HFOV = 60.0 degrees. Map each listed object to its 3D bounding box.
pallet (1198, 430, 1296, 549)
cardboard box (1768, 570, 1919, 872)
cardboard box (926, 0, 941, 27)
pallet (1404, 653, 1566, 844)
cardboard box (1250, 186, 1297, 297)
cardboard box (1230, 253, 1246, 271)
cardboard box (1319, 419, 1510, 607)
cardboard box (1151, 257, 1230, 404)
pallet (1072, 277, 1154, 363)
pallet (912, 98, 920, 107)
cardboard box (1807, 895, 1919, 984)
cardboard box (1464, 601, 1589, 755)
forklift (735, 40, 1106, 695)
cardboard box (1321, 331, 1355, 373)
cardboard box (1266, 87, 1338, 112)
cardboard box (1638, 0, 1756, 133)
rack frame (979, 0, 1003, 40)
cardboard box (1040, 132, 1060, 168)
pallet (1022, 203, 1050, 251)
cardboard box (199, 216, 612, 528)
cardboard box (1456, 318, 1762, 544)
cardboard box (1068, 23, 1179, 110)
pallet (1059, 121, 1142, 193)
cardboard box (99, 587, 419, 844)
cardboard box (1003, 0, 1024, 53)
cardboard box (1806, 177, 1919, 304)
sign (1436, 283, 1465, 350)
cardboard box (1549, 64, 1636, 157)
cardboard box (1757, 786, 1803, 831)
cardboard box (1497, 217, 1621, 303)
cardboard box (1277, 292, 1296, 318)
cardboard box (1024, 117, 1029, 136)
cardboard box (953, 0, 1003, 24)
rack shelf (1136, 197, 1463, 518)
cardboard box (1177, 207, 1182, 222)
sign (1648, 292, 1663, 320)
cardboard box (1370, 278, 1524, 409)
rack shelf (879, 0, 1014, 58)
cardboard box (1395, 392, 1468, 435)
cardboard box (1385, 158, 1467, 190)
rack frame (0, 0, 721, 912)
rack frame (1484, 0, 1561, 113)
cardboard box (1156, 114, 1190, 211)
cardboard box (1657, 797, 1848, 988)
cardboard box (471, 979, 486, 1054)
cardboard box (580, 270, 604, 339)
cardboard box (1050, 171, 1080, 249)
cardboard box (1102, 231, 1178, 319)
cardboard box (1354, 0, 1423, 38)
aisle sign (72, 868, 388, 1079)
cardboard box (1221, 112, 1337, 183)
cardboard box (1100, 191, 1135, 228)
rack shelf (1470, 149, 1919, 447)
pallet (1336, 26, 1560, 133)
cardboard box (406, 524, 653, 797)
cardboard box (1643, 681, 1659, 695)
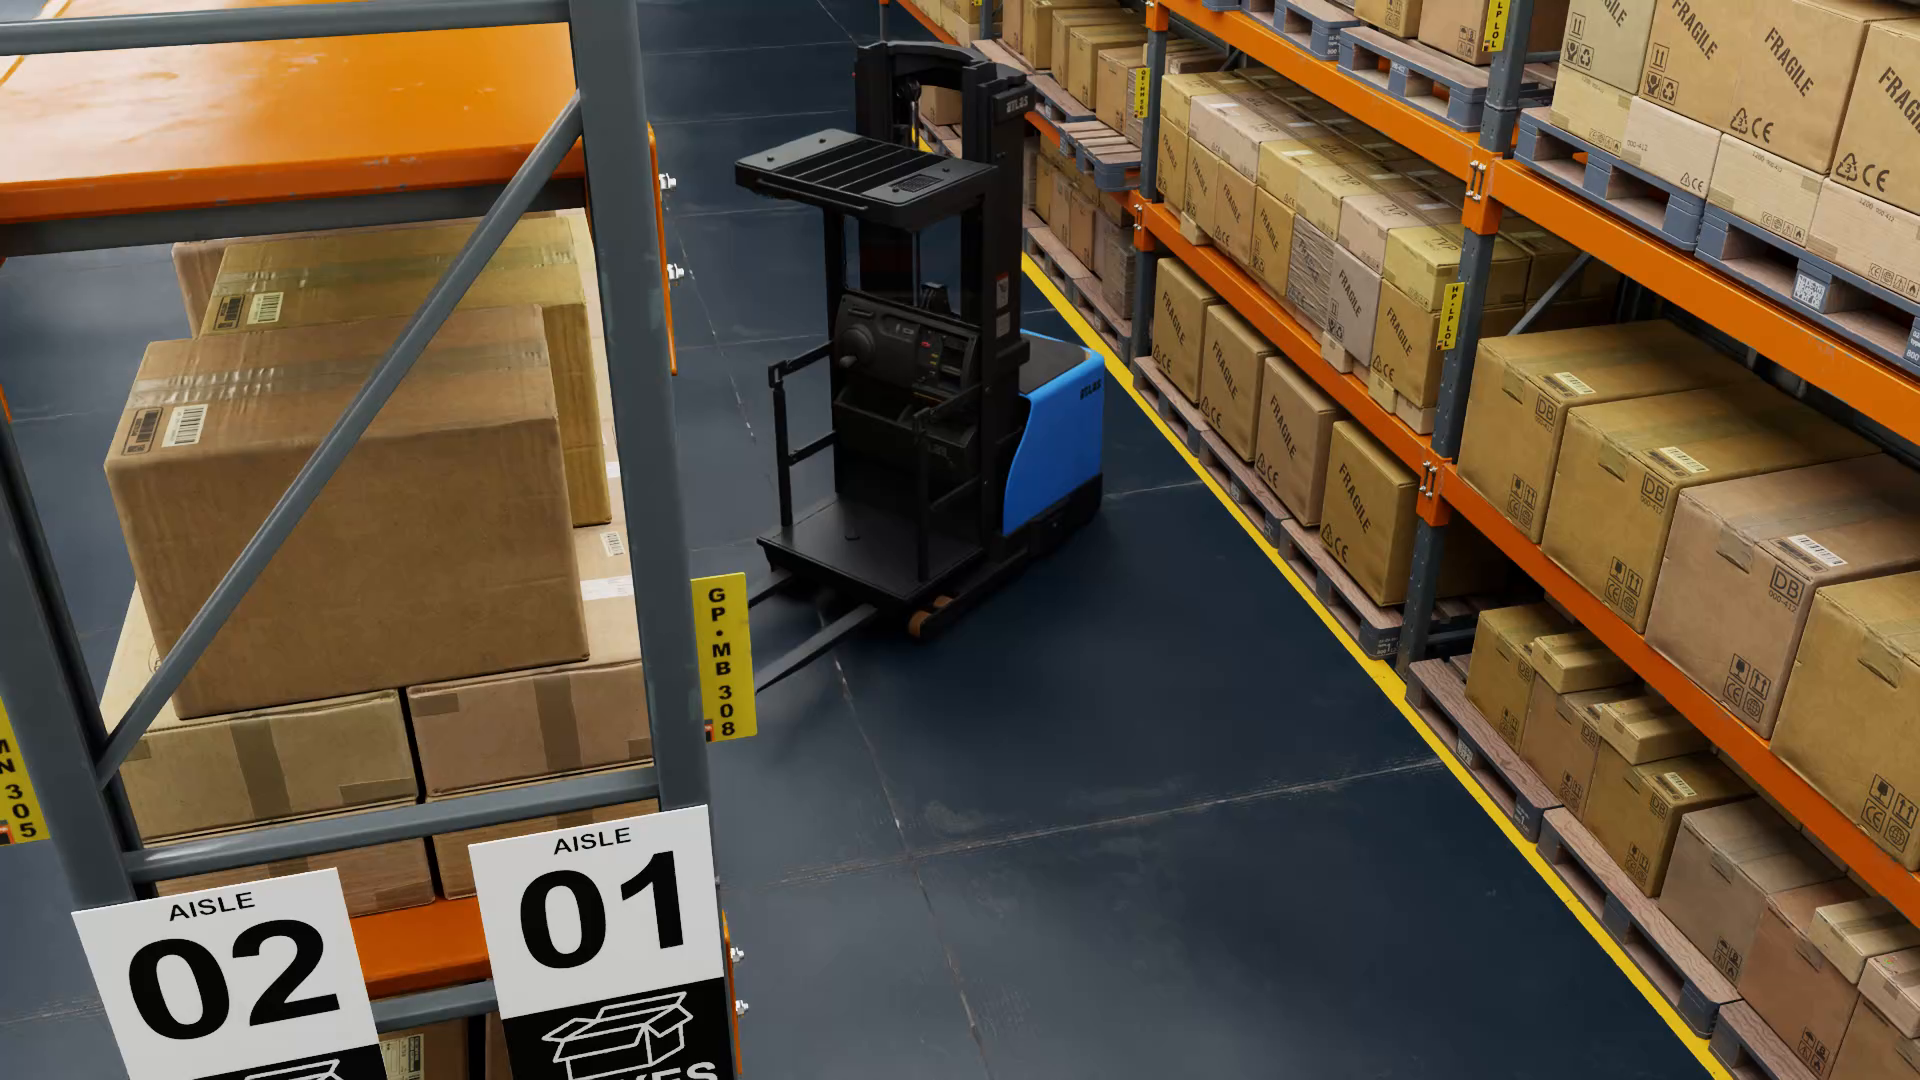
[{"bbox_3d":[2.188,-0.389,10.443,1.003,0.211,1.213,-8,31,-13],"label":"pallet"},{"bbox_3d":[3.505,0.564,5.713,0.980,0.700,0.700,-8,31,-14],"label":"cardboard box"},{"bbox_3d":[-0.021,-5.122,15.965,0.500,0.250,0.500,-8,31,-14],"label":"cardboard box"},{"bbox_3d":[2.919,0.941,8.144,1.003,0.211,1.213,-8,31,-13],"label":"pallet"},{"bbox_3d":[2.019,-1.743,9.581,0.500,0.500,0.500,-7,31,-12],"label":"cardboard box"},{"bbox_3d":[1.905,-1.793,10.316,0.380,0.149,0.250,-7,31,-12],"label":"cardboard box"},{"bbox_3d":[2.495,-0.191,9.044,0.750,0.750,0.750,-7,31,-13],"label":"cardboard box"},{"bbox_3d":[1.800,-1.454,11.225,0.750,0.750,0.750,-8,31,-14],"label":"cardboard box"},{"bbox_3d":[1.525,-1.746,12.787,1.003,0.211,1.213,-8,31,-13],"label":"pallet"},{"bbox_3d":[-0.191,-4.798,18.060,1.003,0.211,1.213,-8,31,-13],"label":"pallet"},{"bbox_3d":[3.294,1.422,5.958,0.380,0.149,0.250,-7,31,-12],"label":"cardboard box"},{"bbox_3d":[2.892,0.632,7.971,0.700,0.500,0.500,-7,31,-13],"label":"cardboard box"},{"bbox_3d":[-0.427,-0.997,8.778,1.130,2.935,3.031,21,36,32],"label":"forklift"},{"bbox_3d":[2.188,-1.038,9.012,0.380,0.149,0.250,-8,31,-13],"label":"cardboard box"},{"bbox_3d":[2.235,-2.645,10.391,0.500,0.250,0.500,-9,31,-15],"label":"cardboard box"},{"bbox_3d":[2.854,-1.797,5.979,0.500,0.500,0.500,-8,31,-14],"label":"cardboard box"},{"bbox_3d":[0.669,-4.507,14.773,1.000,3.000,0.127,-8,31,-13],"label":"rack frame"},{"bbox_3d":[1.001,-3.375,14.124,0.500,0.250,0.500,-8,31,-14],"label":"cardboard box"},{"bbox_3d":[0.877,-2.924,14.823,1.003,0.211,1.213,-8,31,-13],"label":"pallet"},{"bbox_3d":[-1.124,-0.324,3.454,0.700,0.500,0.500,-8,31,-13],"label":"cardboard box"},{"bbox_3d":[2.921,-0.509,7.566,0.980,0.700,0.700,-7,31,-13],"label":"cardboard box"},{"bbox_3d":[1.244,-3.633,12.725,0.700,0.500,0.500,-8,31,-13],"label":"cardboard box"},{"bbox_3d":[1.439,-2.822,12.054,1.213,0.211,1.003,-8,31,-13],"label":"pallet"},{"bbox_3d":[-1.303,0.285,3.150,0.500,0.250,0.500,-8,31,-13],"label":"cardboard box"},{"bbox_3d":[0.771,-4.490,14.206,0.700,0.500,0.500,-8,31,-13],"label":"cardboard box"},{"bbox_3d":[3.122,-0.990,5.333,0.500,0.250,0.500,-9,31,-15],"label":"cardboard box"},{"bbox_3d":[2.272,-1.033,7.695,0.100,0.325,0.005,-8,31,-13],"label":"sign"},{"bbox_3d":[2.722,-1.733,6.617,0.500,0.250,0.500,-8,31,-13],"label":"cardboard box"},{"bbox_3d":[3.460,1.005,6.679,0.380,0.149,0.250,-8,31,-13],"label":"cardboard box"},{"bbox_3d":[2.922,-1.405,8.249,0.500,0.250,0.500,-7,31,-12],"label":"cardboard box"},{"bbox_3d":[2.075,-1.418,9.667,0.380,0.149,0.250,-7,31,-12],"label":"cardboard box"},{"bbox_3d":[0.355,-4.111,16.146,0.500,0.500,0.500,-10,32,-17],"label":"cardboard box"},{"bbox_3d":[0.246,-4.962,14.942,0.500,0.500,0.500,-8,31,-13],"label":"cardboard box"},{"bbox_3d":[2.262,-1.298,9.947,1.077,0.370,4.000,-8,31,-13],"label":"rack shelf"},{"bbox_3d":[1.653,-2.162,10.953,0.380,0.149,0.250,-7,31,-13],"label":"cardboard box"},{"bbox_3d":[3.327,-1.127,7.990,0.100,0.325,0.005,-8,31,-13],"label":"sign"},{"bbox_3d":[2.427,-1.013,8.321,0.500,0.500,0.500,-8,31,-14],"label":"cardboard box"},{"bbox_3d":[0.138,-5.162,16.622,1.077,0.370,4.000,-8,31,-13],"label":"rack shelf"},{"bbox_3d":[2.430,-0.669,8.373,0.380,0.149,0.250,-8,31,-13],"label":"cardboard box"},{"bbox_3d":[2.638,-1.898,9.101,0.500,0.250,0.500,-9,31,-15],"label":"cardboard box"},{"bbox_3d":[-0.921,-0.647,2.116,1.000,3.000,0.127,-8,31,-13],"label":"rack frame"},{"bbox_3d":[2.793,-3.240,6.595,1.000,3.000,0.127,-8,31,-13],"label":"rack frame"},{"bbox_3d":[1.613,-2.487,10.867,0.500,0.500,0.500,-7,31,-12],"label":"cardboard box"},{"bbox_3d":[3.305,1.380,6.679,0.700,0.500,0.500,-9,31,-15],"label":"cardboard box"},{"bbox_3d":[-1.439,1.051,4.073,0.500,0.500,0.500,-7,31,-12],"label":"cardboard box"},{"bbox_3d":[-1.200,-0.508,4.521,0.500,0.250,0.500,-8,31,-13],"label":"cardboard box"},{"bbox_3d":[1.163,-2.768,13.824,0.700,0.500,0.500,-8,31,-13],"label":"cardboard box"},{"bbox_3d":[1.489,-2.024,12.540,0.700,0.500,0.500,-7,31,-13],"label":"cardboard box"},{"bbox_3d":[2.455,-2.875,8.420,0.700,0.500,0.500,-8,31,-14],"label":"cardboard box"},{"bbox_3d":[-1.198,0.898,2.841,0.394,0.787,0.004,-8,31,-13],"label":"aisle sign"},{"bbox_3d":[1.883,-2.326,9.841,0.500,0.250,0.500,-8,31,-13],"label":"cardboard box"},{"bbox_3d":[1.399,-2.633,12.843,0.500,0.250,0.500,-7,31,-12],"label":"cardboard box"},{"bbox_3d":[3.323,-0.664,5.858,1.077,0.370,4.000,-8,31,-13],"label":"rack shelf"},{"bbox_3d":[2.502,-2.295,8.148,0.805,0.209,1.217,-9,31,-15],"label":"pallet"},{"bbox_3d":[-0.806,0.217,3.268,0.500,0.250,0.500,-8,31,-13],"label":"cardboard box"},{"bbox_3d":[3.257,0.636,7.316,0.380,0.149,0.250,-9,31,-15],"label":"cardboard box"}]
